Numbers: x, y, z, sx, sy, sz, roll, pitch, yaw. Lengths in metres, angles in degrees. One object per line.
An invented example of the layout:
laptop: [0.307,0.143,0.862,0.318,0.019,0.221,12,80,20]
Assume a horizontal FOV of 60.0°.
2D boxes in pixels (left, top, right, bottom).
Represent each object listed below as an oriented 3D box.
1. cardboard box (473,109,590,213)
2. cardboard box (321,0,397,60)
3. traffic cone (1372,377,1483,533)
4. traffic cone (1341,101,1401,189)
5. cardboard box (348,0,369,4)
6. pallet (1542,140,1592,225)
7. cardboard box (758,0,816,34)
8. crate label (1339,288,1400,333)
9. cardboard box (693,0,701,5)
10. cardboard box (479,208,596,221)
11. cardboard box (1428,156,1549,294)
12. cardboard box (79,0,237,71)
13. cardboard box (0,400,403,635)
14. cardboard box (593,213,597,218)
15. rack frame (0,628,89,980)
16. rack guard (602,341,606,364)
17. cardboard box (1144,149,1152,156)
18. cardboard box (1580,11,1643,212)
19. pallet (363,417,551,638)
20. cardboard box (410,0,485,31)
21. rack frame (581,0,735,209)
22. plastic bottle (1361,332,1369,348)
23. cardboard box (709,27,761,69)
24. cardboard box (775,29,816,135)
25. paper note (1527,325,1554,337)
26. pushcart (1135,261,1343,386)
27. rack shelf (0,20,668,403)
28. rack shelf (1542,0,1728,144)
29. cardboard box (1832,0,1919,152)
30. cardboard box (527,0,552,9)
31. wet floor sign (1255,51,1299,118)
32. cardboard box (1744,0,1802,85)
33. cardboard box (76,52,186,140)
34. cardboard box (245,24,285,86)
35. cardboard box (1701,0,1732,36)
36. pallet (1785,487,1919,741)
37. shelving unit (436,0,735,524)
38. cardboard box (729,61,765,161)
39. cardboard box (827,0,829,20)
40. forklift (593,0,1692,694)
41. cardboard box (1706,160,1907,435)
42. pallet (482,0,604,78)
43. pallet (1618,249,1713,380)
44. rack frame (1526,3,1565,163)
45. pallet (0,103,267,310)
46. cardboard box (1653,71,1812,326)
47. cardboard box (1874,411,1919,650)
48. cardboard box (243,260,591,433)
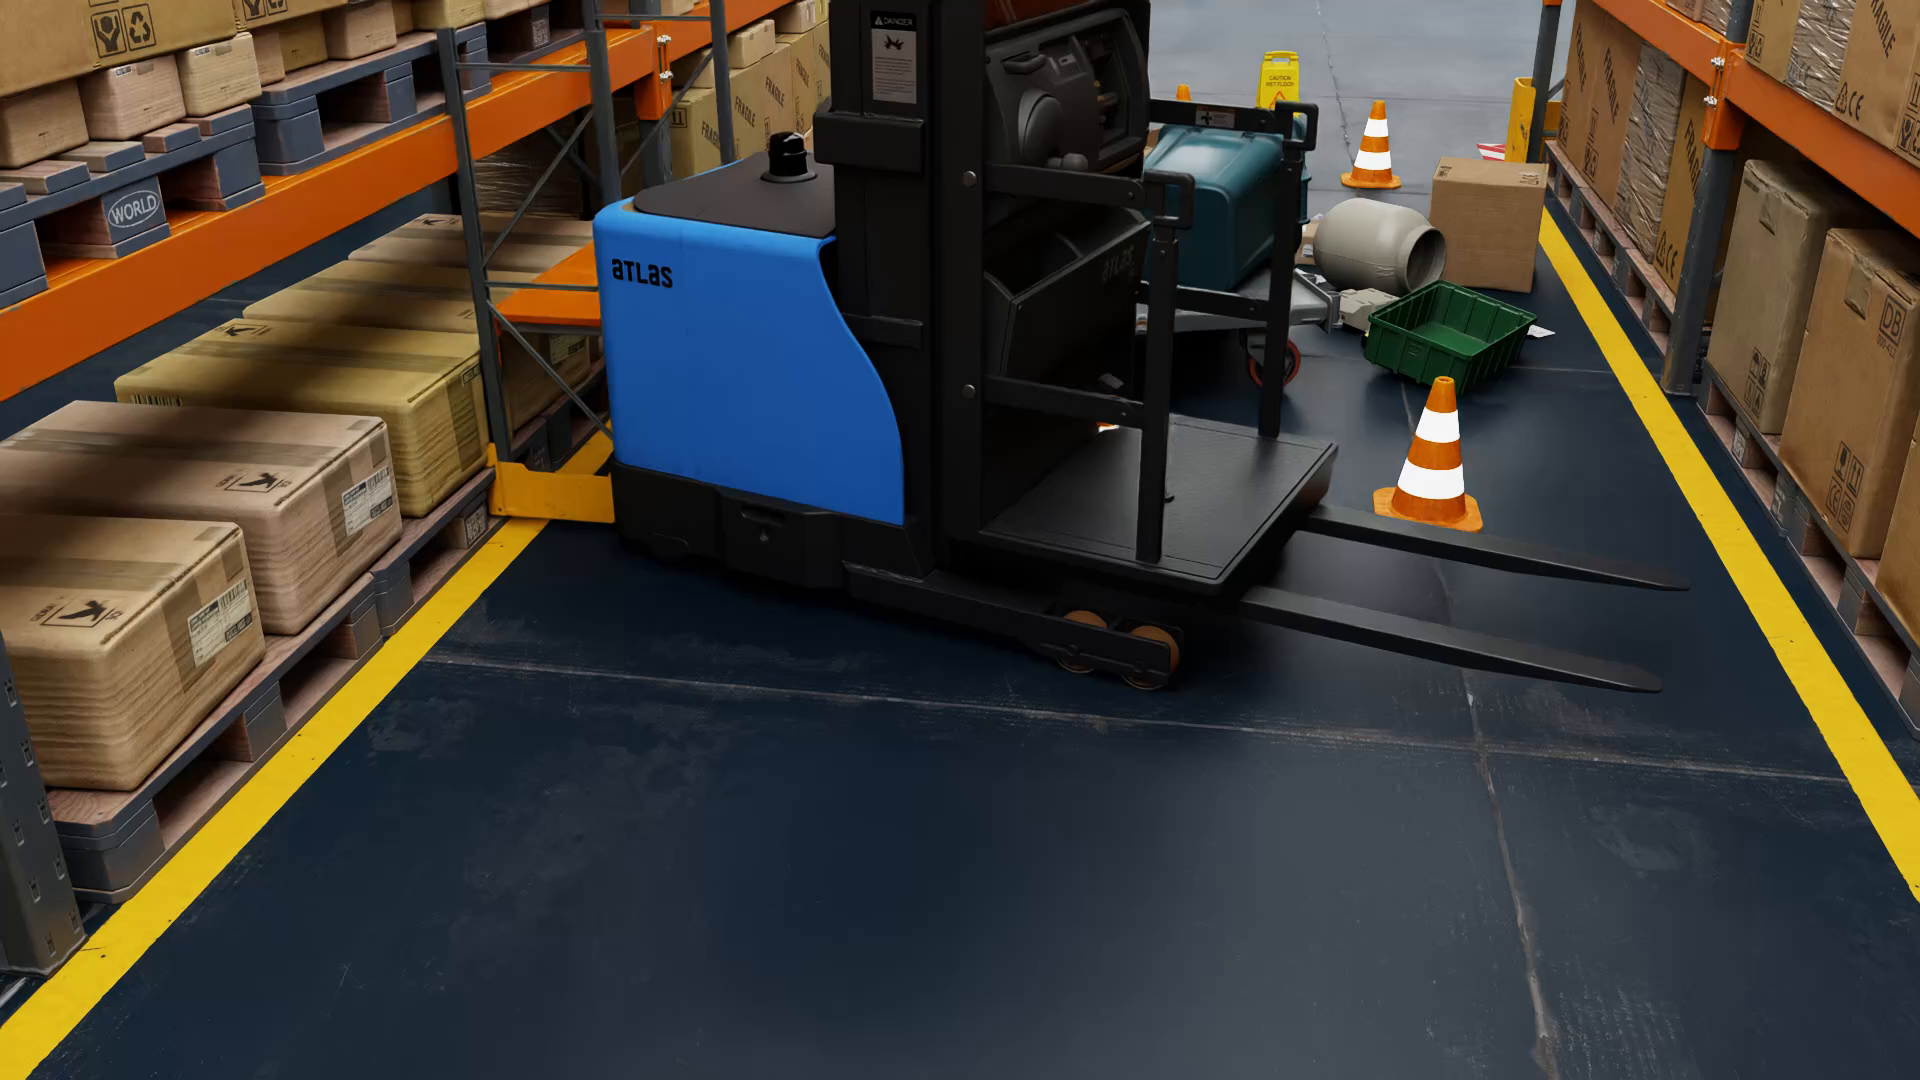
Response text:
cardboard box: [-1.833,-1.756,7.326,0.500,0.500,0.500,4,25,8]
cardboard box: [-1.770,-1.404,4.512,0.380,0.149,0.250,5,26,10]
traffic cone: [1.526,-0.299,5.343,0.336,0.463,0.334,4,25,9]
traffic cone: [2.401,-2.305,9.628,0.336,0.463,0.334,4,25,9]
cardboard box: [-1.769,-1.724,4.431,0.500,0.500,0.500,3,25,7]
pallet: [3.835,-1.974,9.219,1.003,0.211,1.213,4,25,9]
cardboard box: [-0.968,-2.730,8.642,0.380,0.149,0.250,5,26,11]
crate label: [1.764,-0.998,7.222,0.298,0.136,0.250,-14,29,-27]
cardboard box: [-1.307,-2.310,6.943,0.380,0.149,0.250,5,26,10]
cardboard box: [-1.834,-1.416,7.484,0.500,0.250,0.500,5,26,11]
cardboard box: [2.476,-1.494,7.848,0.500,0.500,0.500,8,26,18]
cardboard box: [-1.939,-1.293,3.510,0.500,0.500,0.500,5,26,11]
cardboard box: [-2.104,-0.077,4.480,0.950,0.372,0.625,4,25,8]
cardboard box: [-1.302,-1.378,7.404,0.500,0.250,0.500,3,25,6]
rack frame: [-2.319,-0.532,2.848,1.000,3.000,0.127,4,25,9]
rack guard: [-1.026,-0.608,6.146,0.587,0.250,0.087,4,26,11]
cardboard box: [1.055,-1.507,7.716,0.797,0.637,0.503,4,25,9]
cardboard box: [3.701,-2.149,8.313,0.875,0.875,0.875,4,25,8]
pallet: [-1.988,-0.105,5.224,1.003,0.211,1.213,4,25,9]
cardboard box: [-1.658,-1.621,4.977,0.380,0.149,0.250,4,25,8]
rack frame: [-1.029,-1.182,5.899,0.500,1.500,0.032,4,26,11]
plastic bottle: [1.791,-0.794,6.873,0.133,0.061,0.283,-9,27,-19]
cardboard box: [-1.140,-2.275,7.669,0.380,0.149,0.250,5,26,11]
cardboard box: [-1.056,-2.380,8.660,0.500,0.500,0.500,3,25,7]
paper note: [2.451,-0.904,7.144,0.147,0.020,0.142,-14,29,-27]
pushcart: [0.592,-0.880,6.686,1.648,0.377,0.936,-5,25,-10]
rack shelf: [-1.992,-1.043,4.788,1.077,0.370,4.000,4,25,9]
rack shelf: [3.562,-2.415,7.720,1.077,0.370,4.000,4,25,9]
cardboard box: [2.717,-1.328,4.431,0.500,0.500,0.500,4,25,8]
cardboard box: [-1.544,-1.828,5.417,0.380,0.149,0.250,4,25,8]
wet floor sign: [1.940,-2.660,10.172,0.267,0.644,0.232,0,25,-1]
cardboard box: [2.884,-1.748,5.329,0.500,0.500,0.500,4,25,9]
cardboard box: [-1.913,-0.959,3.561,0.380,0.149,0.250,2,25,5]
cardboard box: [-1.885,-1.178,4.030,0.380,0.149,0.250,6,26,12]
cardboard box: [3.283,-2.127,6.080,0.875,0.550,0.550,4,25,9]
pallet: [2.986,0.198,4.577,1.003,0.211,1.213,4,25,9]
shelving unit: [-1.131,-0.966,5.440,0.587,1.500,1.083,4,26,11]
cardboard box: [-1.226,-1.942,7.725,0.500,0.500,0.500,5,26,11]
cardboard box: [-0.879,-2.945,9.102,0.380,0.149,0.250,5,26,10]
forklift: [0.479,-1.187,4.329,3.031,2.935,1.130,12,28,25]
cardboard box: [3.222,-0.810,5.600,1.050,0.750,0.750,4,25,8]
pallet: [-1.933,-1.809,5.802,1.003,0.211,1.213,4,25,9]
pallet: [3.436,-0.954,7.039,1.003,0.211,1.213,4,25,9]
rack frame: [3.889,-3.577,9.354,1.000,3.000,0.127,4,25,9]
pallet: [-2.307,-0.751,3.542,1.213,0.211,1.003,4,25,9]
cardboard box: [3.407,-1.390,6.693,0.875,0.875,0.875,4,25,9]
cardboard box: [2.909,-0.017,3.906,1.050,0.750,0.750,4,25,9]
cardboard box: [-1.862,-0.685,5.779,0.950,0.372,0.625,6,26,12]
